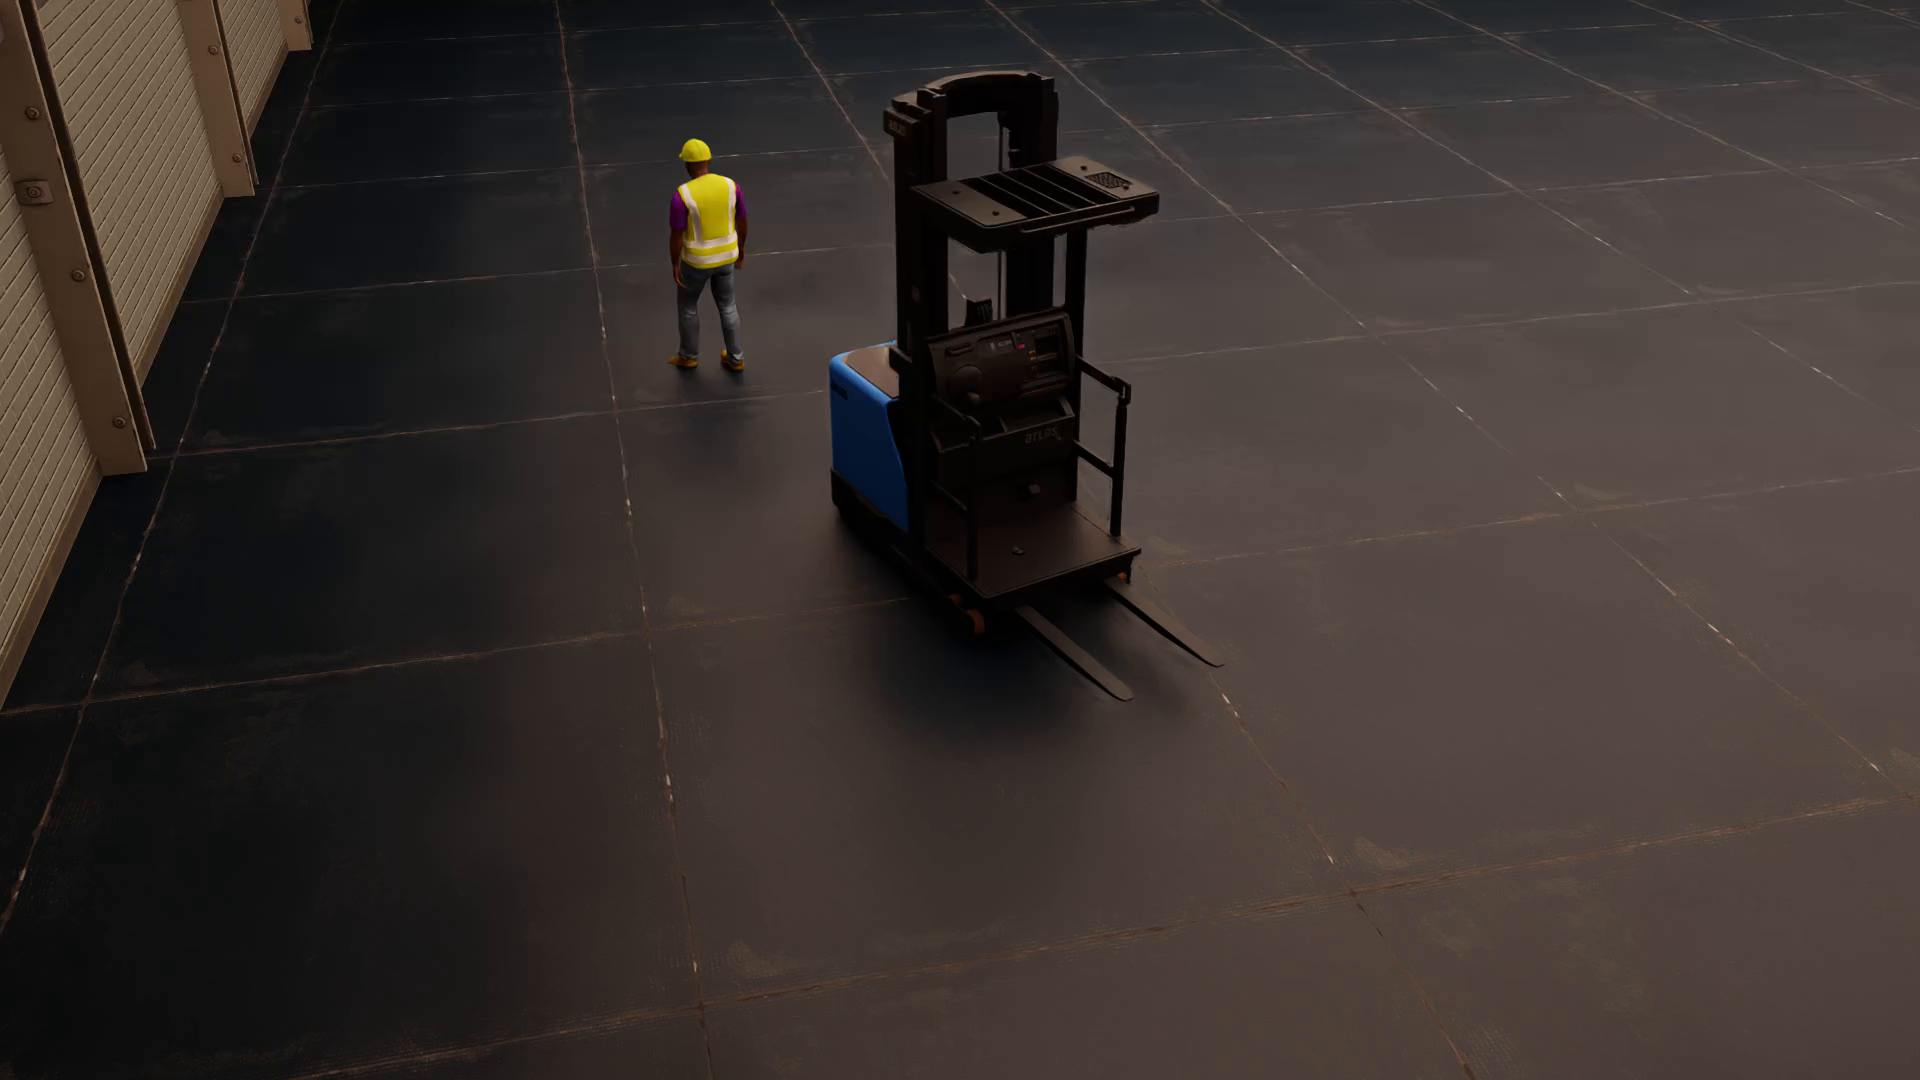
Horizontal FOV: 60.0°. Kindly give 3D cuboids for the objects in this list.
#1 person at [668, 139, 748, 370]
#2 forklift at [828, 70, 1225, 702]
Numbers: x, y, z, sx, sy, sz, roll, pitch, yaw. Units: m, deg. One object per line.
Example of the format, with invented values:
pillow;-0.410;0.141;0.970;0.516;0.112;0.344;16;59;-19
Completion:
person;-1.901;-2.121;12.449;0.656;1.783;0.525;-18;35;-28
forklift;0.356;-0.976;9.261;1.130;2.935;3.031;-17;34;-27
